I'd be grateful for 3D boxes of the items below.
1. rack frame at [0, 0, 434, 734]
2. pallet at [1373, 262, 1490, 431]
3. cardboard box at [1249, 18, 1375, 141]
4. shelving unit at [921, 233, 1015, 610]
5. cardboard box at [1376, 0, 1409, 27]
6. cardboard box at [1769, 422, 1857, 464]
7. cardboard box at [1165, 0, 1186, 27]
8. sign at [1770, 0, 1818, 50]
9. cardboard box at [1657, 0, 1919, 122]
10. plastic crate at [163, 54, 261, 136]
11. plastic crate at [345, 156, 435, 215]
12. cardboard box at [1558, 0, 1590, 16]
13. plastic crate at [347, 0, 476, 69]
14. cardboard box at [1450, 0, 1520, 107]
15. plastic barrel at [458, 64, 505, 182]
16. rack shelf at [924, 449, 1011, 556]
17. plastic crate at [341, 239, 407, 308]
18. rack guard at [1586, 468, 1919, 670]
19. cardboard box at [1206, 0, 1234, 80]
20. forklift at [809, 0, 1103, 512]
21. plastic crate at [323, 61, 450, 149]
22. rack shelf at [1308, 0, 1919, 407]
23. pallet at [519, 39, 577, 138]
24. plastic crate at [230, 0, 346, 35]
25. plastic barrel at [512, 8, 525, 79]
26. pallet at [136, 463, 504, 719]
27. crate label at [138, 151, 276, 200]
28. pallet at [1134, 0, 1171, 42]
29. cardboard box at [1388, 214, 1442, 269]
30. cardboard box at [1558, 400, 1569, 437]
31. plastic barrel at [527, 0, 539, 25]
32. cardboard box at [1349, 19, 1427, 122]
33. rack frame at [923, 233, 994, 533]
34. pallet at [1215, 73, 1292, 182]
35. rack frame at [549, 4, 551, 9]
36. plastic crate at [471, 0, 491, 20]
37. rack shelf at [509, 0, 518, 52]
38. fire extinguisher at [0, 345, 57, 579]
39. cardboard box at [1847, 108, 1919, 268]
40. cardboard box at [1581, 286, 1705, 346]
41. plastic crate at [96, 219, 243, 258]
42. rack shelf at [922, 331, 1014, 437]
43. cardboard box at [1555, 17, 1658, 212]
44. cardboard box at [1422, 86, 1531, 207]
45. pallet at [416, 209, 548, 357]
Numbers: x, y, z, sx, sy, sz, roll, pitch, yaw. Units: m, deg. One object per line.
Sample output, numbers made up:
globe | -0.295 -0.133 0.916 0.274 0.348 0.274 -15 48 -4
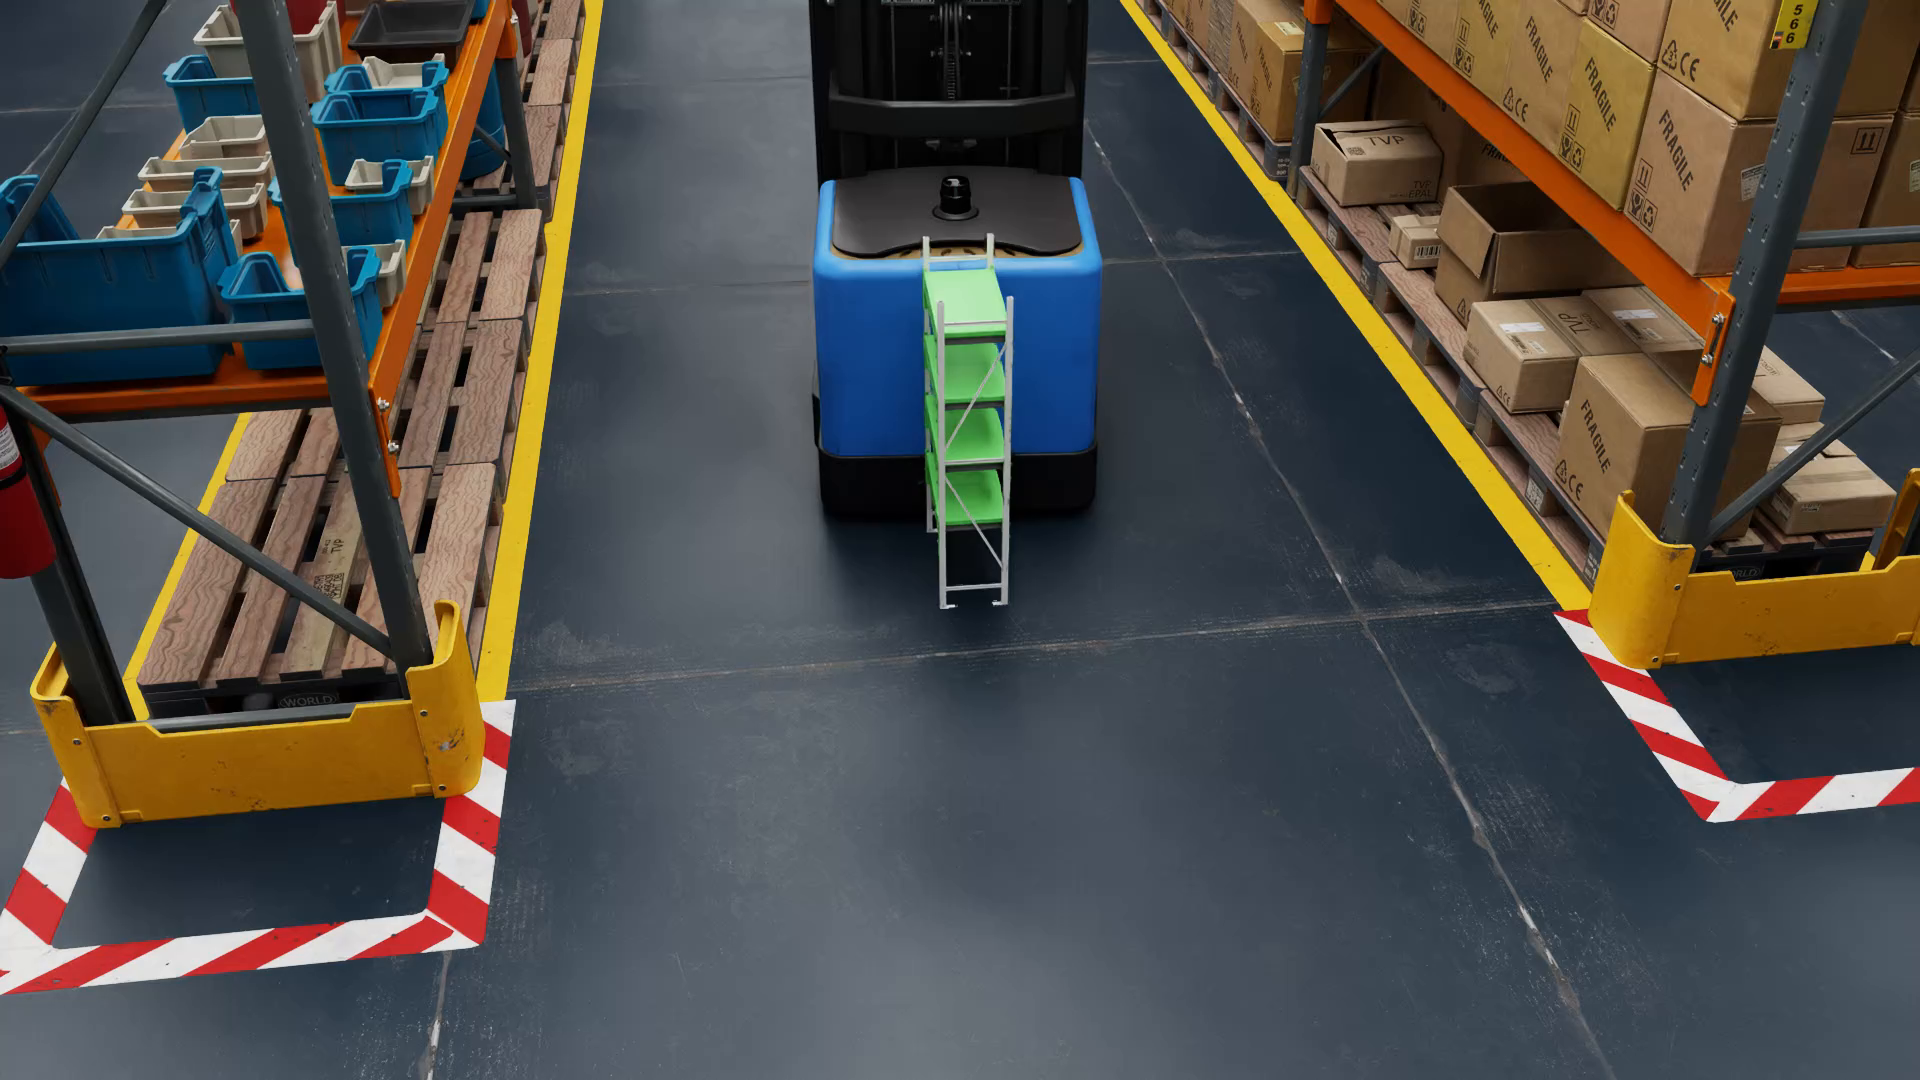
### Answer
rack frame | -2.102 -0.522 4.353 1.000 3.000 0.127 -4 35 -6
pallet | 2.528 -0.910 7.398 1.003 0.211 1.213 -4 35 -6
cardboard box | 1.918 -2.530 9.128 0.500 0.500 0.500 -5 35 -7
shelving unit | 0.022 -0.397 5.768 0.258 1.200 0.503 -4 34 -5
cardboard box | 2.139 -2.578 7.281 0.500 0.500 0.500 -4 34 -6
cardboard box | 3.057 -0.306 6.160 0.380 0.166 0.250 -4 35 -6
cardboard box | 1.647 -3.661 10.787 0.500 0.500 0.500 -5 35 -7
sign | 2.254 -1.474 4.440 0.100 0.325 0.005 -4 35 -6
cardboard box | 2.474 -1.578 4.925 0.500 0.500 0.500 -5 35 -7
plastic crate | -2.632 -1.605 6.036 0.416 0.233 0.300 -4 35 -6
plastic crate | -1.861 -1.165 5.476 0.250 0.136 0.298 -4 35 -6
cardboard box | 2.331 -2.148 5.762 0.500 0.500 0.500 -3 34 -5
plastic crate | -2.223 -2.061 6.802 0.437 0.125 0.590 -4 35 -6
cardboard box | 2.274 -2.015 6.455 0.500 0.500 0.500 -5 35 -7
plastic barrel | -2.696 -2.366 8.548 0.600 0.901 0.708 -4 35 -6
rack shelf | 0.022 -0.146 5.939 0.258 0.148 0.480 -4 34 -5
plastic crate | -1.770 -0.786 4.921 0.250 0.136 0.298 -4 35 -6
rack guard | 2.797 0.095 5.667 1.175 0.500 0.348 -4 35 -6
cardboard box | 1.793 -3.087 9.945 0.500 0.500 0.500 -4 34 -6
forklift | -0.052 -2.116 6.752 1.130 2.935 3.031 -1 34 -2
plastic crate | -2.027 -1.543 5.946 0.416 0.233 0.300 -4 35 -6
rack shelf | 2.538 -1.714 6.741 1.077 0.370 4.000 -4 35 -6
pallet | -2.870 -2.718 10.051 1.003 0.211 1.213 -4 35 -6
plastic crate | -2.769 -2.289 6.835 0.402 0.464 0.583 -4 35 -6
plastic barrel | -2.779 -2.922 9.710 0.421 0.512 0.421 0 34 0
pallet | -2.175 0.167 5.818 1.003 0.211 1.213 -4 35 -6
crate label | -2.478 -1.196 5.522 0.396 0.136 0.243 -4 35 -6
pallet | 1.794 -3.788 11.621 1.003 0.211 1.213 -4 35 -6
cardboard box | 2.237 -1.406 7.775 0.380 0.166 0.250 -4 35 -6
cardboard box | 2.524 -0.424 6.334 0.380 0.166 0.250 -4 35 -6
plastic barrel | -2.931 -3.552 10.635 0.421 0.512 0.421 0 34 0
cardboard box | 2.445 -2.565 9.179 0.500 0.500 0.500 -6 35 -9
rack frame | -0.005 -0.534 5.968 0.240 1.200 0.015 -4 34 -5
pallet | 2.122 -2.426 9.623 1.003 0.211 1.213 -4 35 -6
rack frame | -3.178 -4.987 10.904 1.000 3.000 0.127 -4 35 -6
plastic crate | -2.239 -2.538 7.272 0.392 0.384 0.575 -4 35 -6
rack shelf | -2.909 -3.573 9.469 1.077 0.370 4.000 -4 35 -6
fire extinguisher | -2.532 -0.218 4.306 0.296 0.674 0.183 -4 35 -6
cardboard box | 3.008 -1.204 5.265 0.500 0.500 0.500 -4 34 -5
cardboard box | 2.880 -0.824 6.847 0.500 0.250 0.500 -4 35 -6
plastic crate | -2.391 -0.880 5.058 0.396 0.136 0.243 -4 35 -6
rack shelf | 0.022 -0.543 5.669 0.258 0.148 0.480 -4 34 -5
cardboard box | 2.404 -1.455 5.633 0.500 0.500 0.500 -4 34 -6
cardboard box | 2.626 -1.980 8.321 0.500 0.500 0.500 -4 35 -6
pallet | -2.503 -1.195 7.816 1.003 0.211 1.213 -4 35 -6
